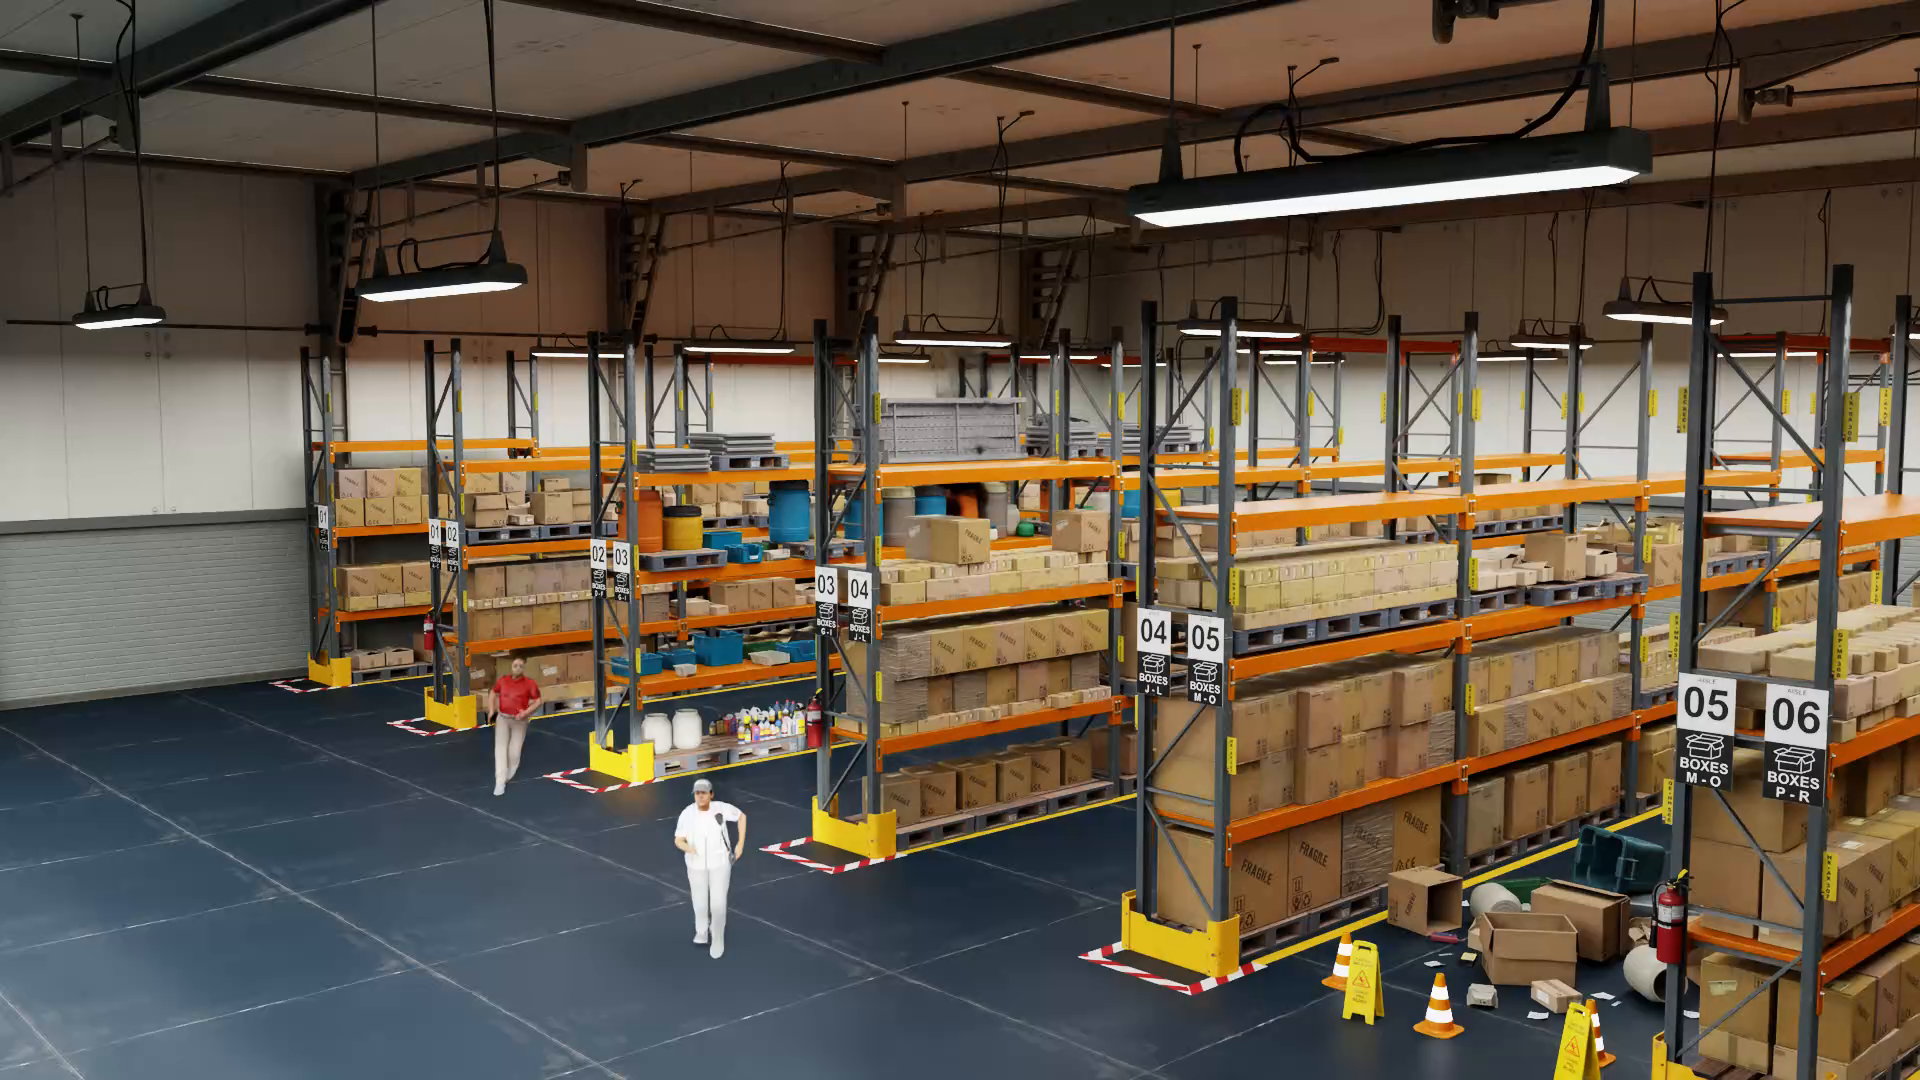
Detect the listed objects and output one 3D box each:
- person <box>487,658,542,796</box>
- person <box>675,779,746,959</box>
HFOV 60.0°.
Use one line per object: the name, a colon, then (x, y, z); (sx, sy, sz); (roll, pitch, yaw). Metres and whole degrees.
person: (-5.838, 2.415, 21.763); (0.701, 1.713, 0.818); (0, 5, -6)
person: (-2.294, 2.997, 15.269); (0.615, 1.655, 0.836); (0, 5, 0)
